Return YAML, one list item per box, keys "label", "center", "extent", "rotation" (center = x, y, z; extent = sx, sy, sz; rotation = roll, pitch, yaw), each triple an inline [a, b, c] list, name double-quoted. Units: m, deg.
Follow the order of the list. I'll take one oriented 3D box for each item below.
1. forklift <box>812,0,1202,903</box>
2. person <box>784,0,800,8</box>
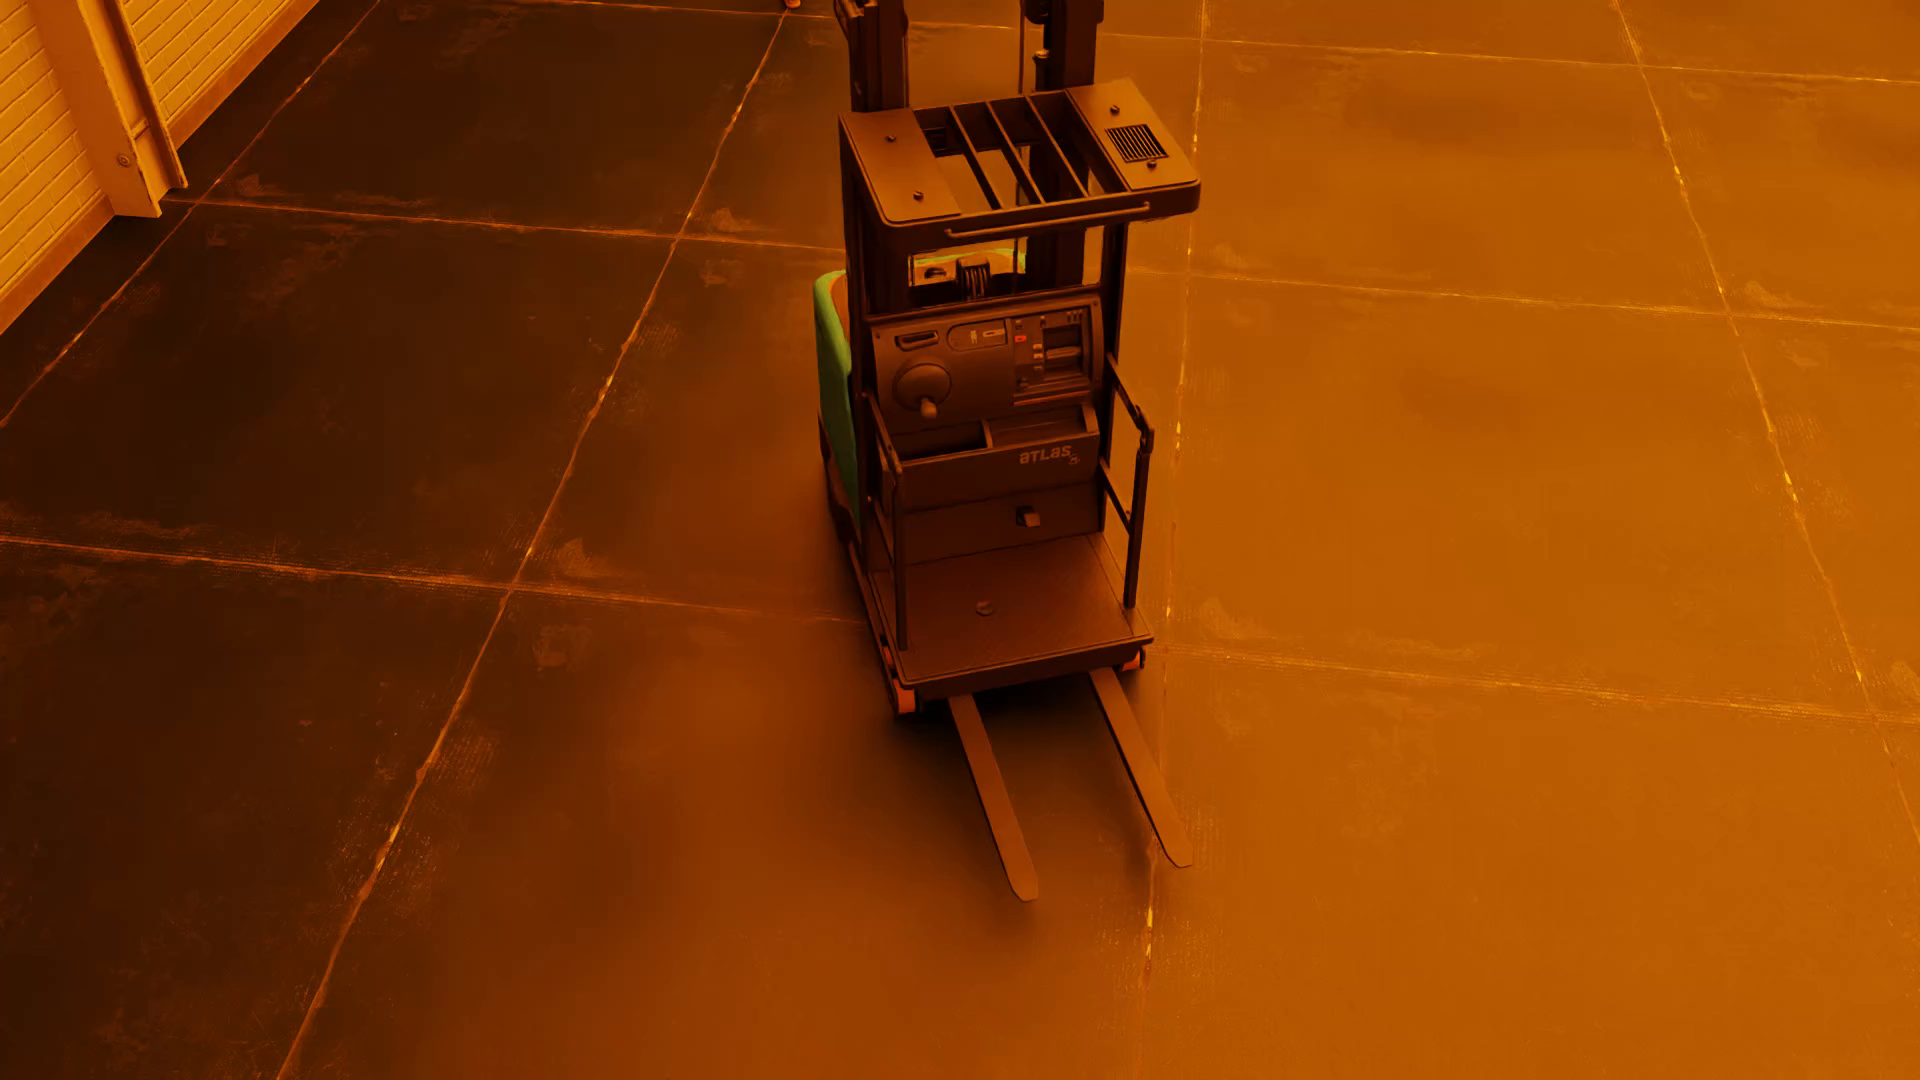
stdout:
- label: "forklift"
  center: [0.172, -0.632, 6.412]
  extent: [1.130, 2.935, 3.031]
  rotation: [-10, 44, -11]
- label: "person"
  center: [-1.163, -4.739, 11.777]
  extent: [1.045, 1.750, 0.737]
  rotation: [-8, 43, -8]
